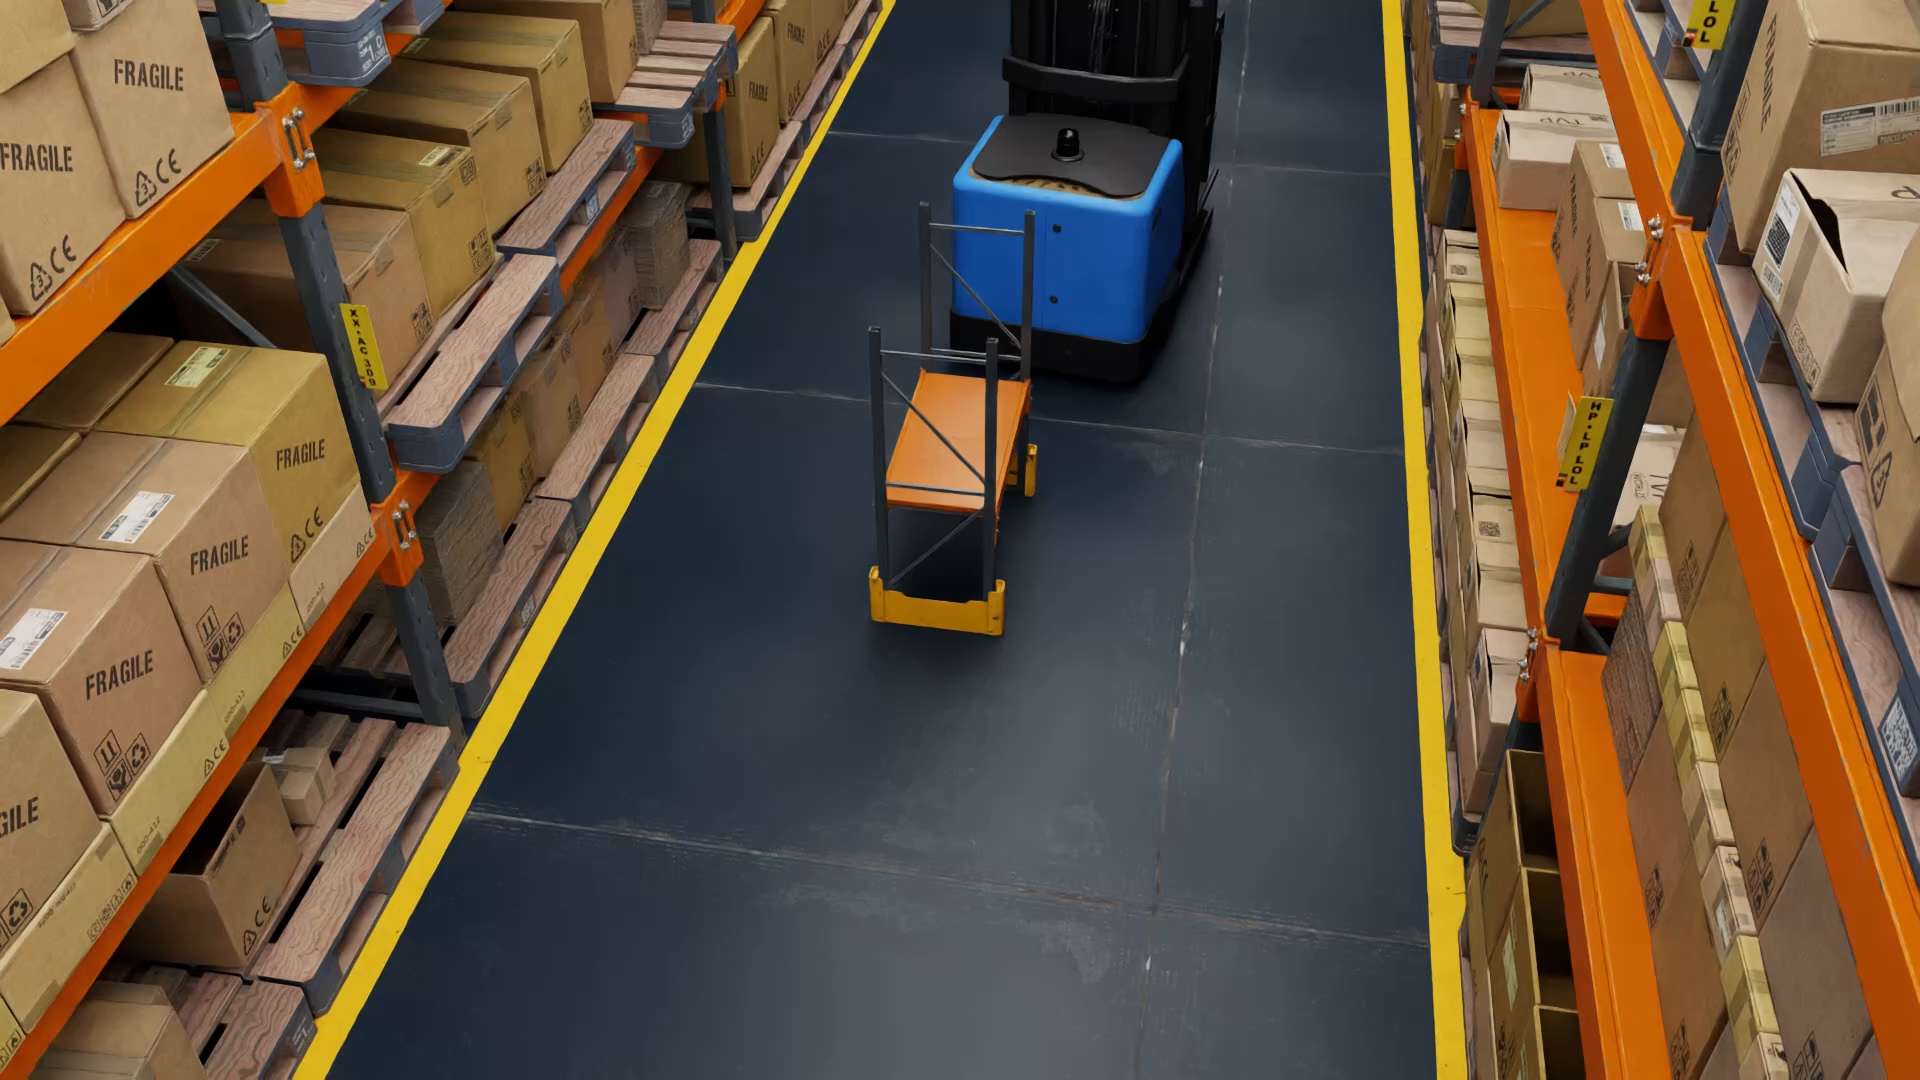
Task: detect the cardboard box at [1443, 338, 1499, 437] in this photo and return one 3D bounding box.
[{"bbox_3d":[2.514,-0.695,7.625,0.500,0.311,0.500,5,40,6],"label":"cardboard box"}]

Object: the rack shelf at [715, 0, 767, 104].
[{"bbox_3d":[-1.466,-3.846,10.612,1.077,0.370,4.000,6,40,8],"label":"rack shelf"}]

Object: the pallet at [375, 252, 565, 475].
[{"bbox_3d":[-2.229,-0.747,6.450,1.003,0.211,1.213,6,40,8],"label":"pallet"}]

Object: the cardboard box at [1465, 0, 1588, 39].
[{"bbox_3d":[3.065,-2.932,8.534,0.700,0.500,0.500,-6,40,-7],"label":"cardboard box"}]

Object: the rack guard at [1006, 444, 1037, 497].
[{"bbox_3d":[0.073,-0.361,7.991,0.587,0.250,0.087,6,40,8],"label":"rack guard"}]

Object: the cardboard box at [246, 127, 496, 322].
[{"bbox_3d":[-2.279,-1.231,6.461,0.700,0.500,0.500,10,41,12],"label":"cardboard box"}]

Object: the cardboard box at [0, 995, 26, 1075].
[{"bbox_3d":[-2.630,1.285,3.943,0.500,0.250,0.500,6,40,7],"label":"cardboard box"}]

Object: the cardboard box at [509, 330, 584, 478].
[{"bbox_3d":[-2.225,-0.673,7.826,0.700,0.500,0.500,7,40,8],"label":"cardboard box"}]

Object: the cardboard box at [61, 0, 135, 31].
[{"bbox_3d":[-2.324,-1.601,4.099,0.500,0.500,0.500,3,40,4],"label":"cardboard box"}]

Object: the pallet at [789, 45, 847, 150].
[{"bbox_3d":[-1.388,-3.043,11.265,1.003,0.211,1.213,6,40,8],"label":"pallet"}]

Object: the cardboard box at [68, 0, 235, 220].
[{"bbox_3d":[-2.349,-1.214,4.416,0.500,0.500,0.500,7,40,9],"label":"cardboard box"}]

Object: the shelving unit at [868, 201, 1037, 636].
[{"bbox_3d":[-0.013,-0.530,7.214,0.587,1.500,1.083,6,40,8],"label":"shelving unit"}]

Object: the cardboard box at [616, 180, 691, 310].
[{"bbox_3d":[-1.885,-1.616,8.967,0.700,0.500,0.500,7,40,8],"label":"cardboard box"}]

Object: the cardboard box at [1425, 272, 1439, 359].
[{"bbox_3d":[2.688,-1.130,8.591,0.500,0.250,0.500,6,40,8],"label":"cardboard box"}]

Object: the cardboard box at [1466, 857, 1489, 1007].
[{"bbox_3d":[1.996,1.342,5.601,0.500,0.250,0.500,6,40,8],"label":"cardboard box"}]

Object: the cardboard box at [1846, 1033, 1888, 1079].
[{"bbox_3d":[1.958,1.186,2.864,0.700,0.500,0.500,7,40,8],"label":"cardboard box"}]

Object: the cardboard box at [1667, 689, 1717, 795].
[{"bbox_3d":[2.008,0.530,4.168,0.380,0.149,0.250,6,40,7],"label":"cardboard box"}]

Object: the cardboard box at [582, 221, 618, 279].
[{"bbox_3d":[-2.046,-1.554,8.304,0.500,0.250,0.500,7,40,9],"label":"cardboard box"}]

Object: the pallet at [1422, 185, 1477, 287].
[{"bbox_3d":[3.234,-1.714,9.657,1.003,0.211,1.213,6,40,8],"label":"pallet"}]

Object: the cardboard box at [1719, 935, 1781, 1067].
[{"bbox_3d":[1.873,1.018,3.577,0.380,0.149,0.250,6,40,7],"label":"cardboard box"}]

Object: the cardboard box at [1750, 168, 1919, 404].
[{"bbox_3d":[1.935,-0.525,3.308,0.500,0.311,0.500,4,40,5],"label":"cardboard box"}]

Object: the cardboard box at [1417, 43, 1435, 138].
[{"bbox_3d":[3.173,-2.798,10.396,0.500,0.500,0.500,5,40,6],"label":"cardboard box"}]

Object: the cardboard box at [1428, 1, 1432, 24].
[{"bbox_3d":[3.263,-3.425,10.567,0.500,0.250,0.500,6,40,8],"label":"cardboard box"}]

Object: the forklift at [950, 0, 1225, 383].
[{"bbox_3d":[0.878,-2.892,8.948,1.130,2.935,3.031,11,41,13],"label":"forklift"}]

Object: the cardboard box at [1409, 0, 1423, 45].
[{"bbox_3d":[3.436,-3.764,11.565,0.500,0.500,0.500,5,40,6],"label":"cardboard box"}]

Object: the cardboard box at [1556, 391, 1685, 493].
[{"bbox_3d":[2.347,-0.334,5.905,0.396,0.266,0.258,5,40,7],"label":"cardboard box"}]

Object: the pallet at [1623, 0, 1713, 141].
[{"bbox_3d":[2.515,-1.451,4.947,0.805,0.209,1.217,5,40,6],"label":"pallet"}]

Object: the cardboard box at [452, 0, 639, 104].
[{"bbox_3d":[-1.954,-2.426,7.906,0.700,0.500,0.500,3,40,3],"label":"cardboard box"}]

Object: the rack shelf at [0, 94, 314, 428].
[{"bbox_3d":[-2.850,0.019,3.583,1.077,0.370,4.000,6,40,8],"label":"rack shelf"}]

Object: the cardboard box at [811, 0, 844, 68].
[{"bbox_3d":[-1.255,-3.731,11.266,0.750,0.750,0.750,8,40,9],"label":"cardboard box"}]

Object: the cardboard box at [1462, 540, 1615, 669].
[{"bbox_3d":[2.247,0.255,6.475,0.500,0.311,0.500,7,40,9],"label":"cardboard box"}]

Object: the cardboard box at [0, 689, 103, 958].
[{"bbox_3d":[-2.549,0.690,4.075,0.500,0.500,0.500,8,40,9],"label":"cardboard box"}]

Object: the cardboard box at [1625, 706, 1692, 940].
[{"bbox_3d":[2.220,0.759,4.400,0.700,0.500,0.500,6,40,7],"label":"cardboard box"}]

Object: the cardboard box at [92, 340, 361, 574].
[{"bbox_3d":[-2.282,-0.265,5.231,0.500,0.500,0.500,6,40,8],"label":"cardboard box"}]

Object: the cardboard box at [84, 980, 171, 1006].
[{"bbox_3d":[-2.801,1.573,5.385,0.380,0.149,0.250,3,40,4],"label":"cardboard box"}]

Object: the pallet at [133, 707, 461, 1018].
[{"bbox_3d":[-2.586,1.143,6.202,1.003,0.211,1.213,6,40,8],"label":"pallet"}]

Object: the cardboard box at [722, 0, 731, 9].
[{"bbox_3d":[-1.475,-3.117,9.347,0.380,0.149,0.250,7,40,8],"label":"cardboard box"}]

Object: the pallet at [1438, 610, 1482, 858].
[{"bbox_3d":[2.464,0.794,6.623,1.003,0.211,1.213,6,40,8],"label":"pallet"}]

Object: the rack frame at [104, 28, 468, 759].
[{"bbox_3d":[-2.504,-0.357,5.828,1.000,3.000,0.127,6,40,8],"label":"rack frame"}]

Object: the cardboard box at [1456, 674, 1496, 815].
[{"bbox_3d":[2.162,0.792,6.266,0.500,0.250,0.500,6,40,7],"label":"cardboard box"}]

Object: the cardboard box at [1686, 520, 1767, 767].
[{"bbox_3d":[2.219,0.244,4.004,0.700,0.500,0.500,6,40,8],"label":"cardboard box"}]

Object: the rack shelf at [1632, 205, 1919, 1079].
[{"bbox_3d":[2.029,0.563,2.926,1.077,0.370,4.000,6,40,8],"label":"rack shelf"}]

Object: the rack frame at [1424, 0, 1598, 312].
[{"bbox_3d":[3.067,-2.324,8.207,1.000,3.000,0.127,6,40,8],"label":"rack frame"}]

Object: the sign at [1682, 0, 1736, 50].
[{"bbox_3d":[1.839,-1.344,4.015,0.100,0.325,0.005,6,40,8],"label":"sign"}]

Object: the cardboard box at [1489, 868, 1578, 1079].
[{"bbox_3d":[1.908,1.367,4.983,0.500,0.500,0.500,6,40,8],"label":"cardboard box"}]

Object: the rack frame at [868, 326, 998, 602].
[{"bbox_3d":[-0.103,-0.205,6.821,0.500,1.500,0.032,6,40,8],"label":"rack frame"}]

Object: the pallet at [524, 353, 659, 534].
[{"bbox_3d":[-2.162,-0.539,8.237,1.003,0.211,1.213,6,40,8],"label":"pallet"}]

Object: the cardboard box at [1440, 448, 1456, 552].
[{"bbox_3d":[2.428,-0.165,7.424,0.500,0.250,0.500,7,40,9],"label":"cardboard box"}]

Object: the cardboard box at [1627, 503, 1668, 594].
[{"bbox_3d":[2.138,0.045,4.754,0.380,0.149,0.250,6,40,8],"label":"cardboard box"}]

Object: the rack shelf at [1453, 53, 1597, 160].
[{"bbox_3d":[3.414,-3.302,9.954,1.077,0.370,4.000,6,40,8],"label":"rack shelf"}]

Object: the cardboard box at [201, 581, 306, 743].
[{"bbox_3d":[-2.382,0.335,5.093,0.500,0.250,0.500,7,40,8],"label":"cardboard box"}]

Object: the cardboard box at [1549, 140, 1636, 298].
[{"bbox_3d":[2.793,-1.308,6.899,0.500,0.500,0.500,4,40,5],"label":"cardboard box"}]

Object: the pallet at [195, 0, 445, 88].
[{"bbox_3d":[-2.293,-1.817,5.387,1.213,0.211,1.003,6,40,8],"label":"pallet"}]
